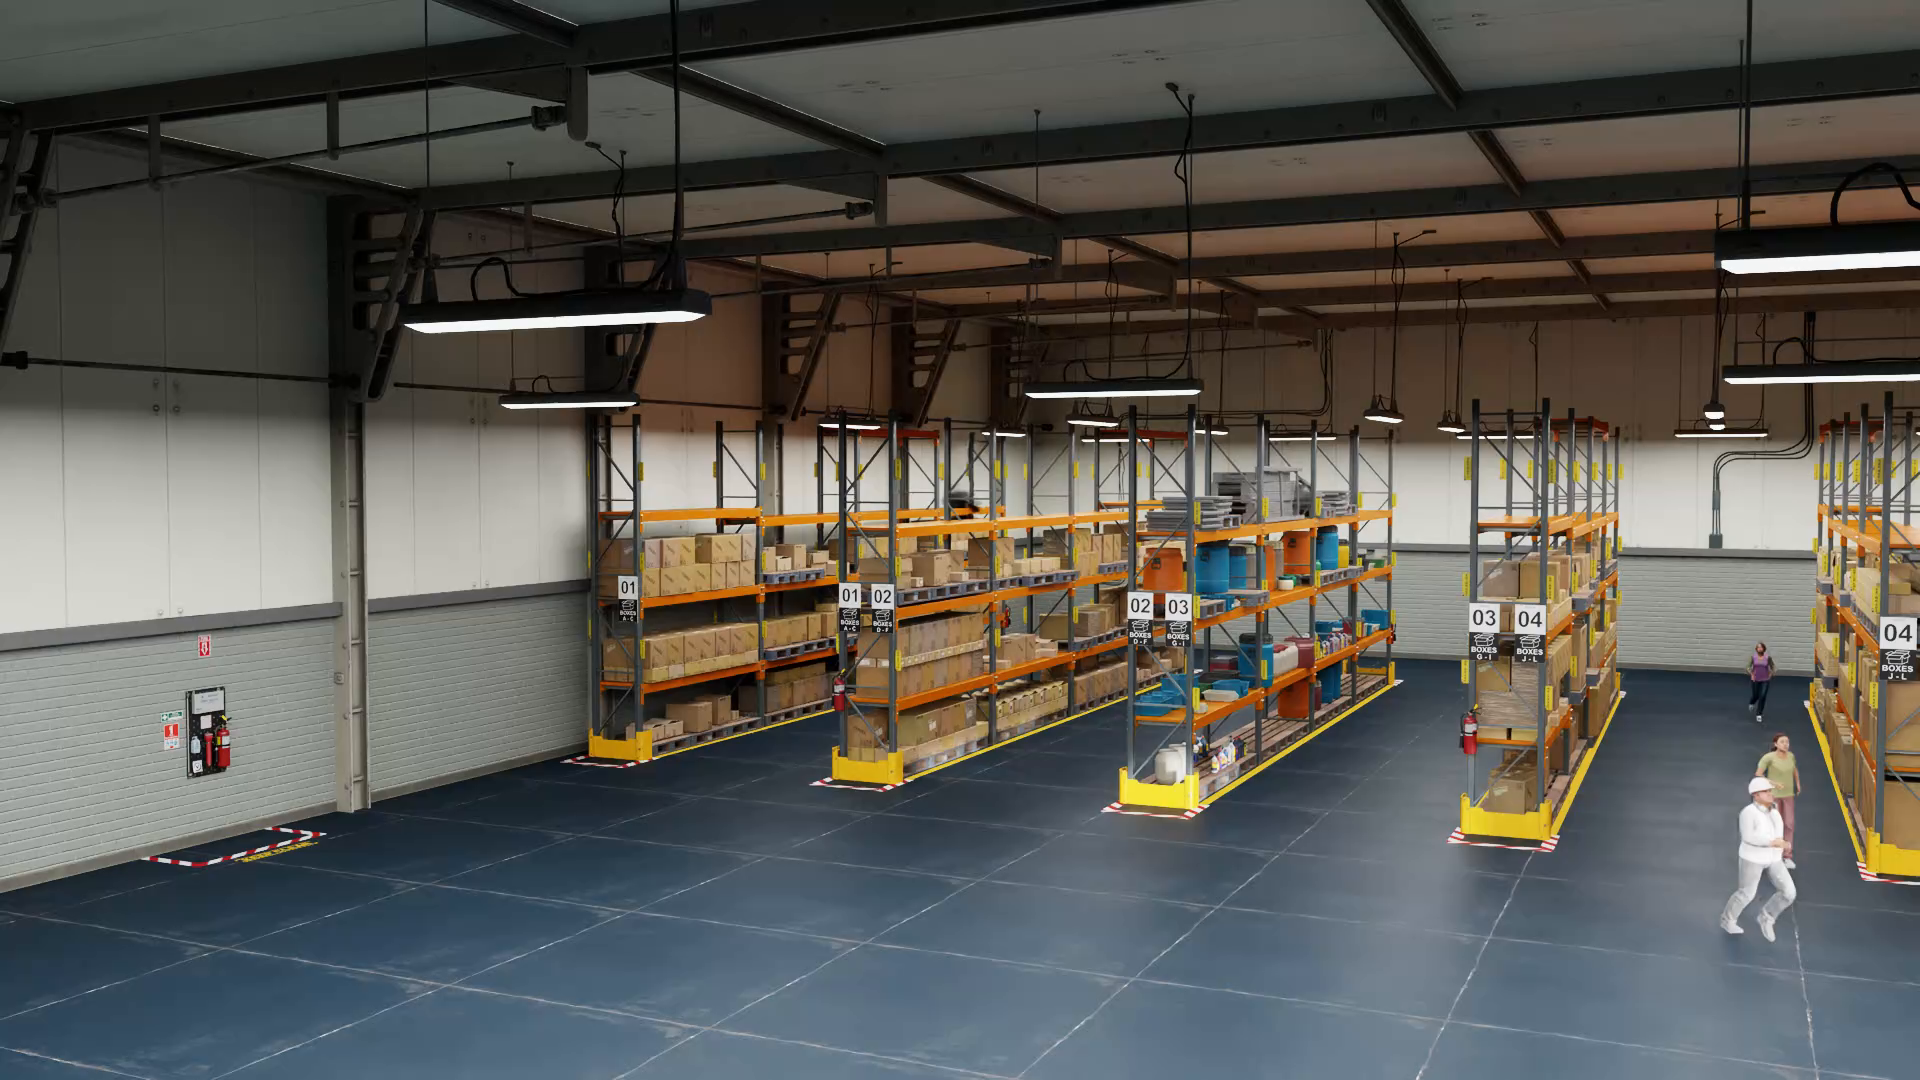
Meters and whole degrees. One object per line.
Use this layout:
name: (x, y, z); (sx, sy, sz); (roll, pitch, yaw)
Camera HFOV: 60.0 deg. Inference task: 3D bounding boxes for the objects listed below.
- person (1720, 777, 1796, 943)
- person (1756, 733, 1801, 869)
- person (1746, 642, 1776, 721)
person: (8.520, 3.384, 17.656); (0.658, 1.753, 0.853); (-1, 2, -19)
person: (10.489, 3.286, 21.338); (0.599, 1.661, 0.695); (0, 2, -3)
person: (16.190, 2.850, 33.624); (0.539, 1.579, 0.614); (1, 3, 22)
